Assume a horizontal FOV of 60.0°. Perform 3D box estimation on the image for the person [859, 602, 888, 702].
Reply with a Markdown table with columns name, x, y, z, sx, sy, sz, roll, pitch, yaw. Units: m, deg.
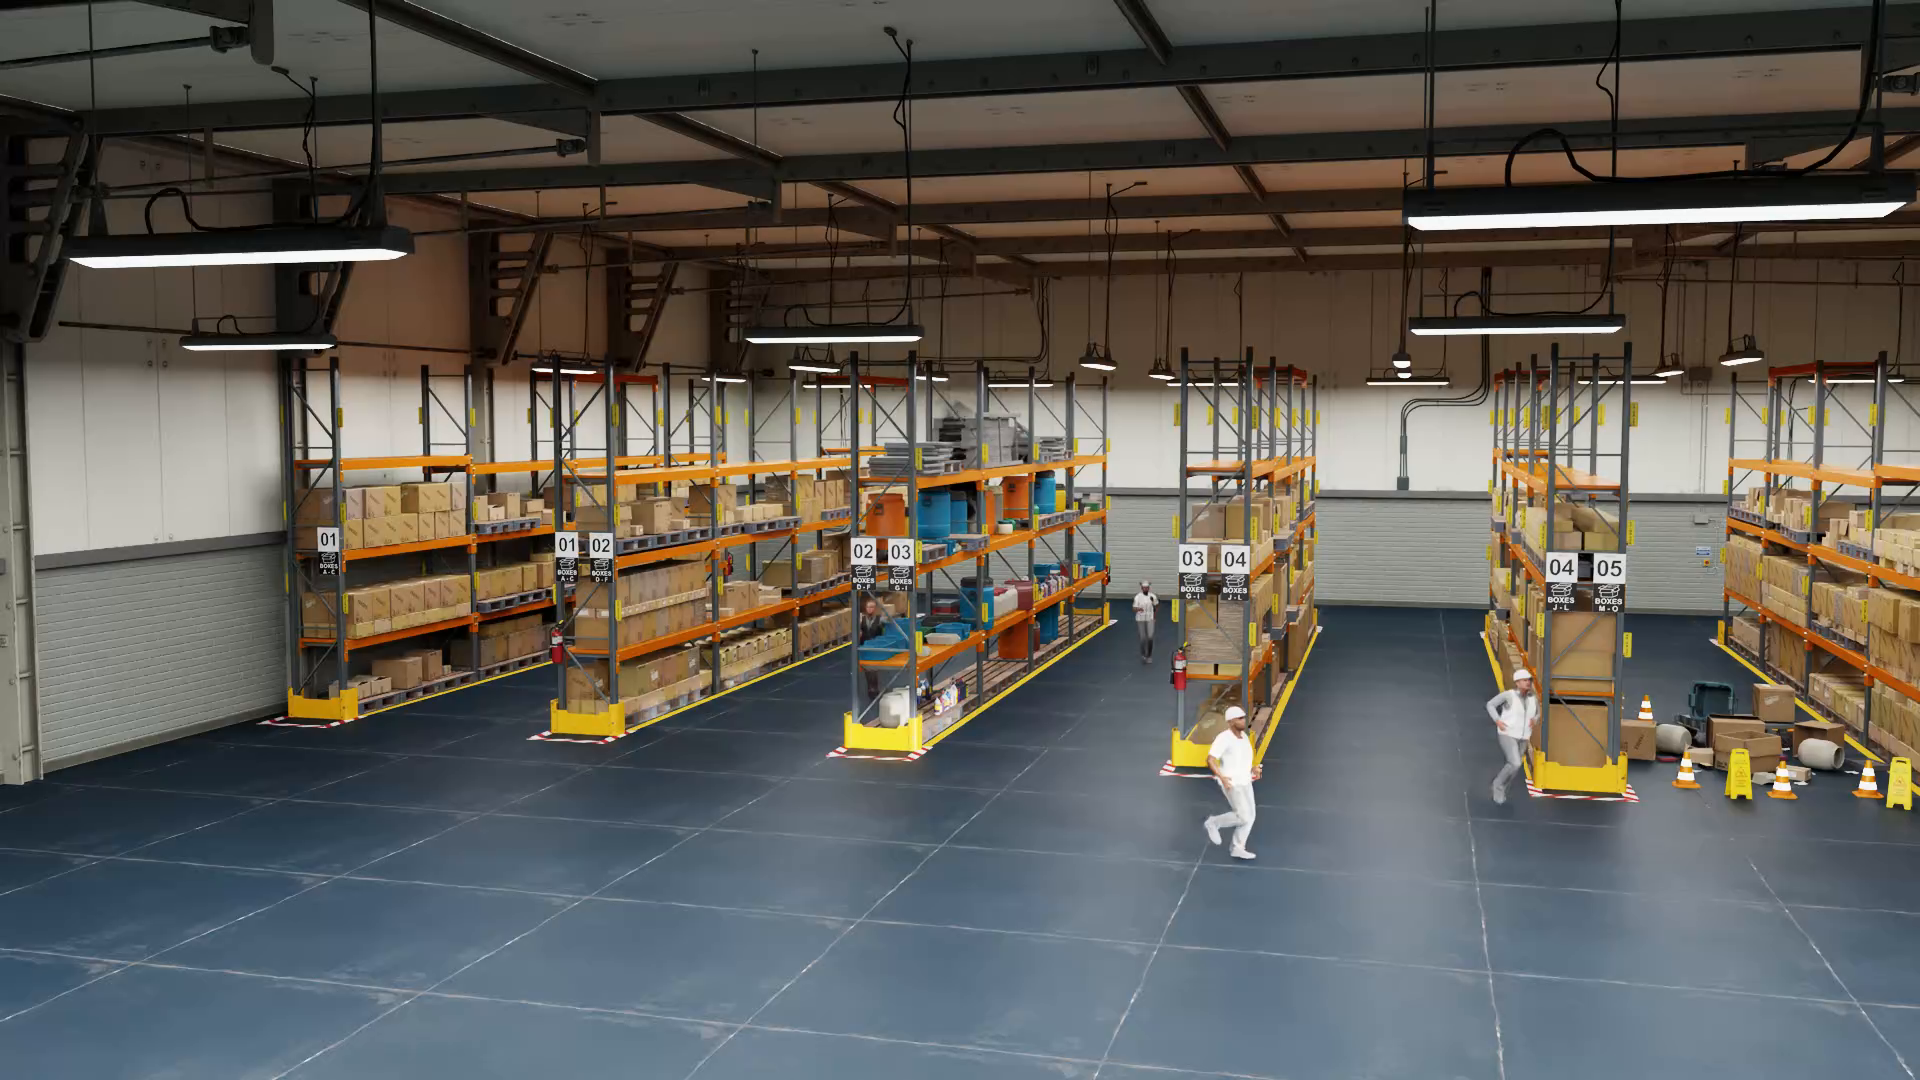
| name | x | y | z | sx | sy | sz | roll | pitch | yaw |
| --- | --- | --- | --- | --- | --- | --- | --- | --- | --- |
| person | -1.578 | 1.984 | 29.515 | 0.637 | 1.760 | 0.711 | 1 | 4 | 16 |

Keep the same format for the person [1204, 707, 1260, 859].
| name | x | y | z | sx | sy | sz | roll | pitch | yaw |
| --- | --- | --- | --- | --- | --- | --- | --- | --- | --- |
| person | 3.111 | 2.752 | 18.956 | 0.618 | 1.724 | 0.718 | 3 | 5 | 39 |

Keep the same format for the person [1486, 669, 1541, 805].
| name | x | y | z | sx | sy | sz | roll | pitch | yaw |
| --- | --- | --- | --- | --- | --- | --- | --- | --- | --- |
| person | 7.219 | 2.550 | 21.610 | 0.653 | 1.764 | 0.635 | -2 | 4 | -20 |

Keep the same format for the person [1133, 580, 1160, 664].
| name | x | y | z | sx | sy | sz | roll | pitch | yaw |
| --- | --- | --- | --- | --- | --- | --- | --- | --- | --- |
| person | 3.797 | 1.679 | 33.918 | 0.558 | 1.723 | 0.667 | 0 | 4 | 5 |
